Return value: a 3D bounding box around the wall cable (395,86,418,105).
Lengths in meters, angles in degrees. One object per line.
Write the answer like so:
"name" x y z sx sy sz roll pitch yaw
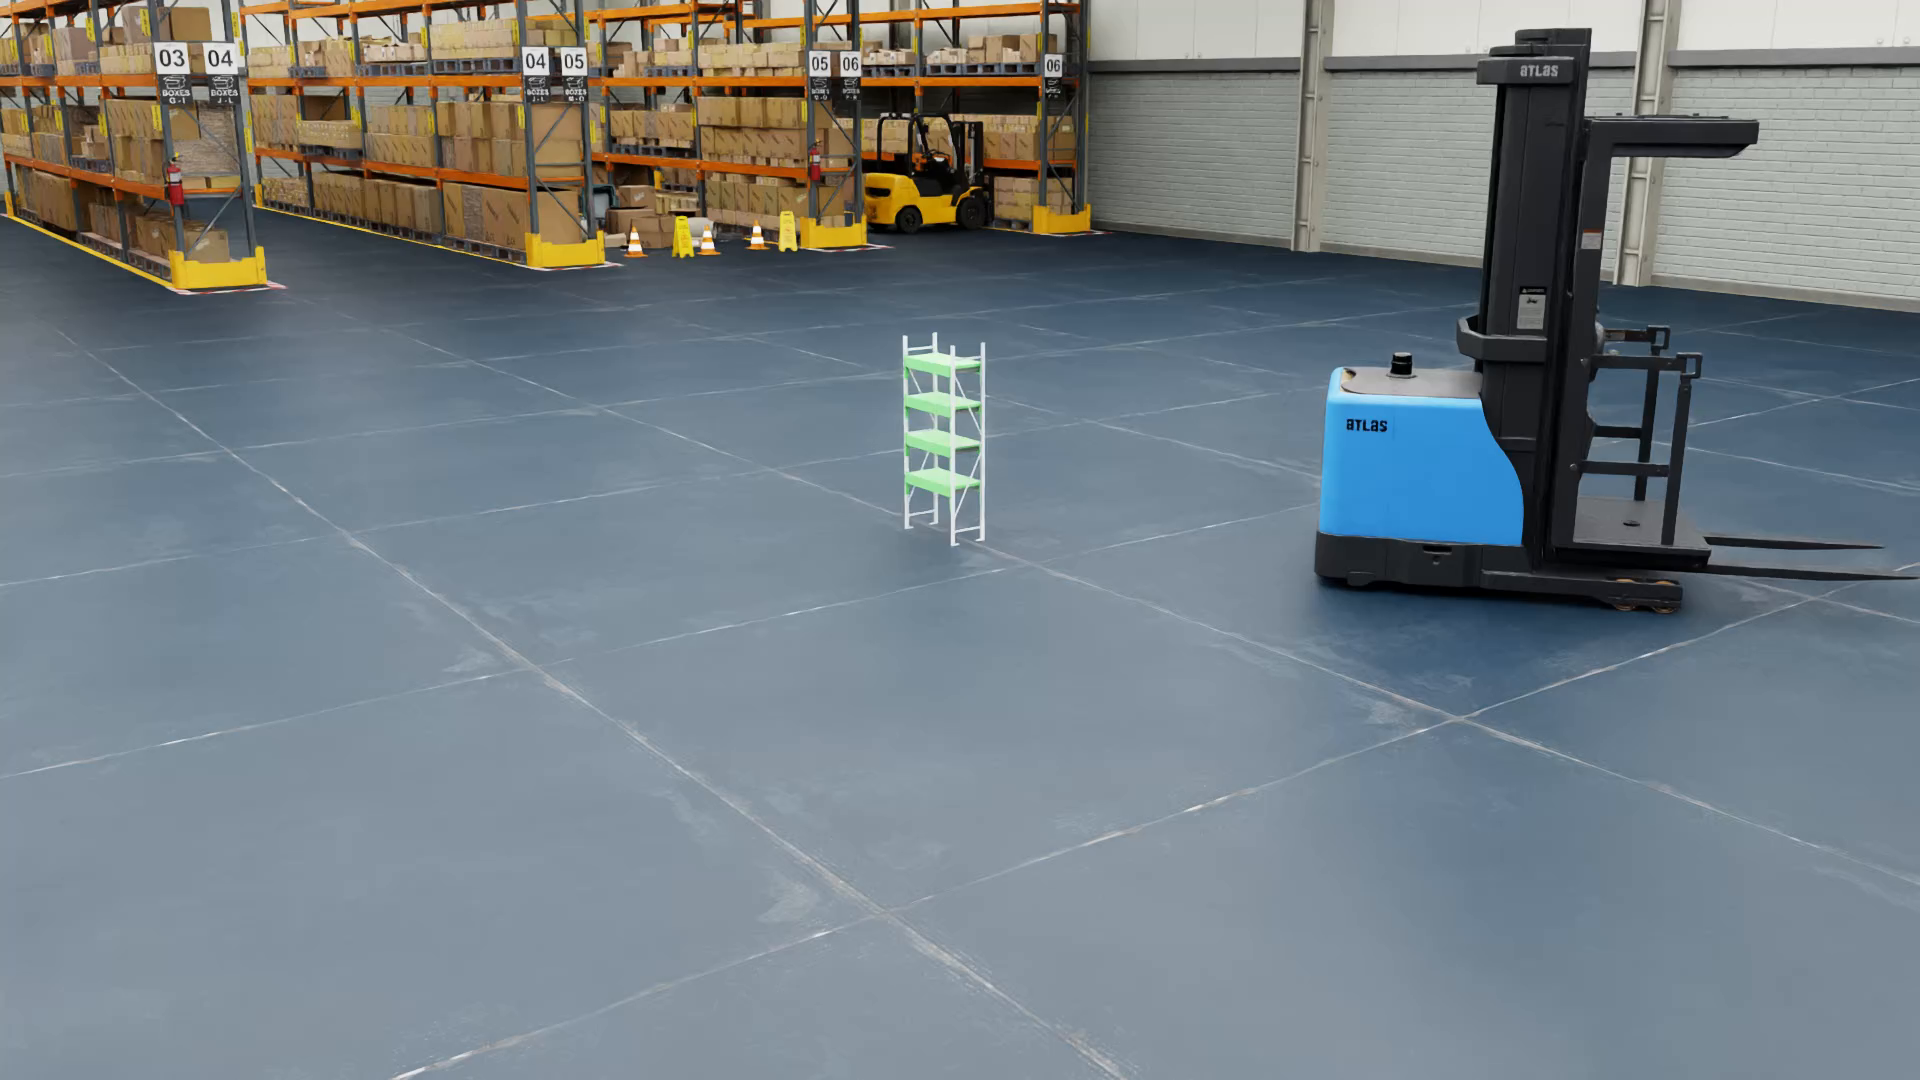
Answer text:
"wall cable" -14.856 -11.595 44.775 0.585 1.953 0.123 -11 19 -35

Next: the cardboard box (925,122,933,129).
"cardboard box" -0.478 -8.351 33.486 0.380 0.149 0.250 -11 19 -35

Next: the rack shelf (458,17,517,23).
"rack shelf" -10.345 -11.816 38.322 1.077 0.370 4.000 -11 19 -35

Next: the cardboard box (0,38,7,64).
"cardboard box" -18.955 -9.856 33.546 0.700 0.500 0.500 -12 19 -37

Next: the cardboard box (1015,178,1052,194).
"cardboard box" 1.376 -6.653 31.220 0.500 0.250 0.500 -10 18 -33

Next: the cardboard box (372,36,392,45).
"cardboard box" -11.080 -9.495 31.763 0.396 0.266 0.258 -11 19 -35

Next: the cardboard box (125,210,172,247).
"cardboard box" -12.825 -4.930 26.308 0.700 0.500 0.500 -13 20 -39

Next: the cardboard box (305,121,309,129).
"cardboard box" -12.937 -8.345 33.436 0.380 0.149 0.250 -11 19 -34

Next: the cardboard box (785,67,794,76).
"cardboard box" -2.723 -7.879 27.976 0.380 0.149 0.250 -11 19 -34

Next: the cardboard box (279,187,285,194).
"cardboard box" -14.739 -7.700 36.567 0.380 0.149 0.250 -12 19 -37

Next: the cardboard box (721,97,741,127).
"cardboard box" -3.826 -7.650 29.696 0.700 0.500 0.500 -11 19 -36

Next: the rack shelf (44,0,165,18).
"rack shelf" -13.658 -8.570 26.461 1.077 0.370 4.000 -11 19 -35

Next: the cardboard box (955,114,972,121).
"cardboard box" 0.121 -8.272 32.635 0.380 0.149 0.250 -11 19 -35

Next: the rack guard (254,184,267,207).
"rack guard" -15.421 -7.878 37.912 1.175 0.500 0.348 -11 19 -35

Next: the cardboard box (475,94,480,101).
"cardboard box" -11.265 -10.496 39.430 0.380 0.149 0.250 -10 18 -33

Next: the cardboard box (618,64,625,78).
"cardboard box" -6.620 -9.415 33.366 0.396 0.266 0.258 -11 19 -35

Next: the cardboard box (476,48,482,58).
"cardboard box" -7.275 -7.549 25.785 0.380 0.149 0.250 -11 19 -34

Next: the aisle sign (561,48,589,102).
"aisle sign" -5.774 -6.968 24.930 0.394 0.787 0.004 -11 19 -35

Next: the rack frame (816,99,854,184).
"rack frame" -2.805 -8.952 37.103 1.000 3.000 0.127 -11 19 -35

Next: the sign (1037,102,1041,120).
"sign" 1.452 -7.836 30.381 0.100 0.325 0.005 -11 19 -35

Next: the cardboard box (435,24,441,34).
"cardboard box" -8.320 -8.313 27.067 0.380 0.149 0.250 -11 19 -35

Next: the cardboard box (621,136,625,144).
"cardboard box" -6.638 -8.099 33.665 0.380 0.149 0.250 -12 20 -38

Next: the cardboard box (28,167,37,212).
"cardboard box" -18.038 -7.020 33.274 0.875 0.875 0.875 -11 19 -35

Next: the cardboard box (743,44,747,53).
"cardboard box" -3.564 -8.600 29.100 0.380 0.149 0.250 -10 18 -33

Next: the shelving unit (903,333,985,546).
"shelving unit" -0.097 -0.614 10.047 0.258 1.200 0.503 -11 19 -35

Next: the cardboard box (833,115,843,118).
"cardboard box" -2.981 -9.337 37.525 0.500 0.500 0.500 -10 18 -32

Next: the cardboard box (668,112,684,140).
"cardboard box" -5.215 -7.890 31.673 0.500 0.500 0.500 -11 19 -34

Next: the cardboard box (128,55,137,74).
"cardboard box" -11.209 -6.590 23.072 0.500 0.250 0.500 -10 18 -33

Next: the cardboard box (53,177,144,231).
"cardboard box" -15.223 -5.971 29.441 1.225 0.875 0.875 -12 19 -37

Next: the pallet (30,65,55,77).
"pallet" -16.607 -8.664 30.728 0.805 0.209 1.217 -12 19 -37

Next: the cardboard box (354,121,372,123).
"cardboard box" -11.795 -8.223 32.990 0.380 0.149 0.250 -11 19 -35

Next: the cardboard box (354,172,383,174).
"cardboard box" -11.858 -7.262 33.445 0.500 0.250 0.500 -12 19 -37

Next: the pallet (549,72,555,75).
"pallet" -8.591 -10.202 36.348 0.805 0.209 1.217 -12 19 -37

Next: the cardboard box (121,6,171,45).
"cardboard box" -11.246 -7.106 22.975 0.500 0.500 0.500 -11 19 -35

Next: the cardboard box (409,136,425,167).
"cardboard box" -9.230 -6.763 28.915 0.500 0.500 0.500 -11 19 -35

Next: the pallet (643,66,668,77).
"pallet" -5.355 -9.053 32.143 1.213 0.211 1.003 -11 19 -35

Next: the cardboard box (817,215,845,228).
"cardboard box" -2.364 -5.564 29.138 0.500 0.250 0.500 -11 19 -35

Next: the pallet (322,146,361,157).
"pallet" -11.959 -7.715 32.946 1.003 0.211 1.213 -11 19 -35

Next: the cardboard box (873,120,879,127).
"cardboard box" -1.609 -8.766 35.005 0.380 0.149 0.250 -11 19 -34

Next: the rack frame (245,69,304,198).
"rack frame" -15.466 -9.100 37.641 1.000 3.000 0.127 -11 19 -35

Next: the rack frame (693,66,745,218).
"rack frame" -4.466 -7.327 31.165 1.000 3.000 0.127 -11 19 -35

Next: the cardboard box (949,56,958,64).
"cardboard box" 0.017 -9.368 32.429 0.380 0.149 0.250 -10 18 -33

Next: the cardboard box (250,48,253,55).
"cardboard box" -15.460 -10.803 36.764 0.380 0.149 0.250 -11 19 -35

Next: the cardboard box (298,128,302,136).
"cardboard box" -13.254 -8.315 33.890 0.380 0.149 0.250 -11 18 -34

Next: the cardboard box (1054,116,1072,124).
"cardboard box" 1.874 -7.854 31.107 0.380 0.149 0.250 -11 19 -36

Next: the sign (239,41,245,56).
"sign" -15.905 -10.884 36.822 0.100 0.325 0.005 -11 19 -35

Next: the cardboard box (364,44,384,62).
"cardboard box" -10.514 -8.857 30.257 0.500 0.311 0.500 -11 19 -34

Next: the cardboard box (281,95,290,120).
"cardboard box" -13.917 -9.087 34.949 0.500 0.500 0.500 -12 19 -36

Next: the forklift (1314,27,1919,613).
"forklift" 3.526 -1.186 8.855 3.031 2.935 1.130 4 16 13

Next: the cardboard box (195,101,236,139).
"cardboard box" -10.233 -5.768 22.823 0.500 0.500 0.500 -11 19 -35

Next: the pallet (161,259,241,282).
"pallet" -10.624 -3.785 23.505 1.003 0.211 1.213 -11 19 -35

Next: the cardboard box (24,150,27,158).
"cardboard box" -17.932 -7.500 32.273 0.380 0.149 0.250 -11 19 -35

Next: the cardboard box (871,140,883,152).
"cardboard box" -1.528 -8.310 35.041 0.500 0.250 0.500 -11 19 -34

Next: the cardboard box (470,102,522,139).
"cardboard box" -7.279 -6.698 26.538 0.875 0.550 0.500 -11 19 -35

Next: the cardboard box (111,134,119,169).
"cardboard box" -12.267 -5.875 25.106 0.875 0.500 0.500 -11 19 -35
